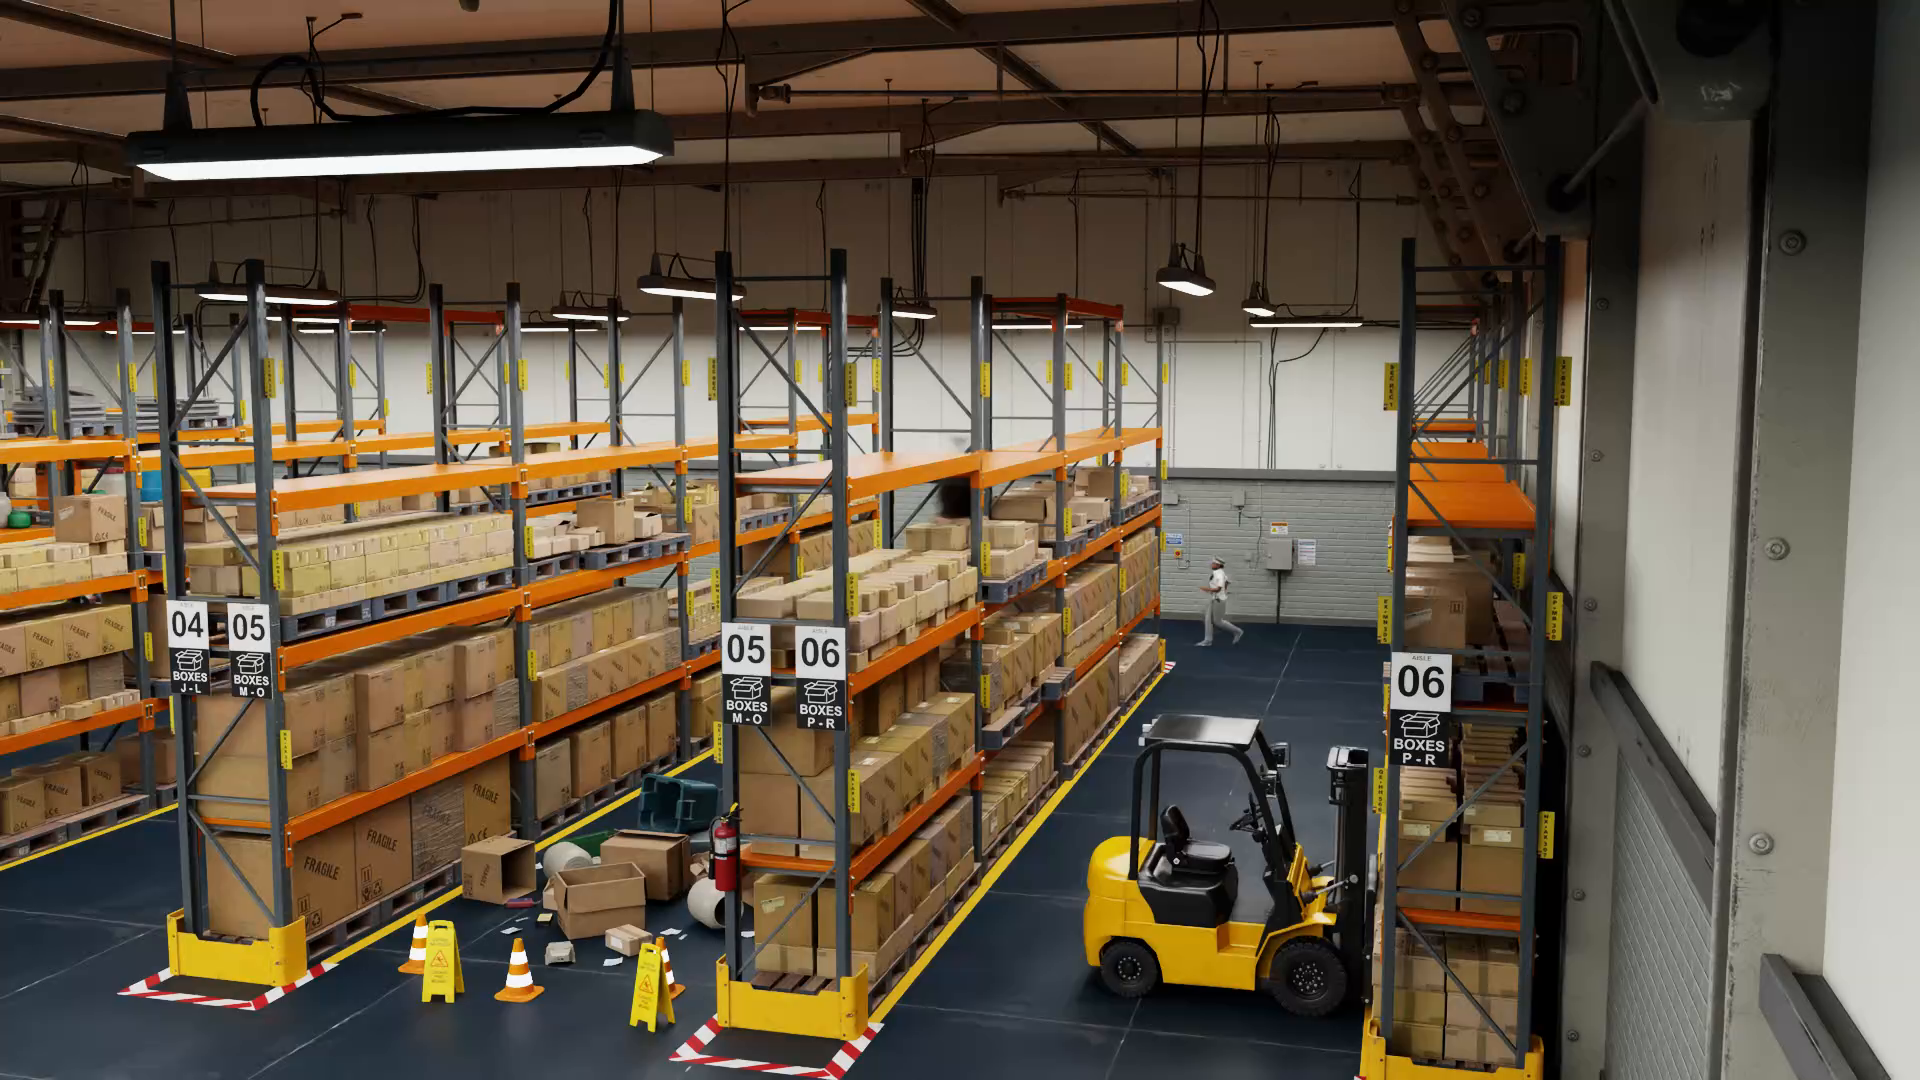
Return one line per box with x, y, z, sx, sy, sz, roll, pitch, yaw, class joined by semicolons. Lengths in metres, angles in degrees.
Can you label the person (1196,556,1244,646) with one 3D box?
4.736;1.113;30.316;0.839;1.674;0.588;1;6;6;person
